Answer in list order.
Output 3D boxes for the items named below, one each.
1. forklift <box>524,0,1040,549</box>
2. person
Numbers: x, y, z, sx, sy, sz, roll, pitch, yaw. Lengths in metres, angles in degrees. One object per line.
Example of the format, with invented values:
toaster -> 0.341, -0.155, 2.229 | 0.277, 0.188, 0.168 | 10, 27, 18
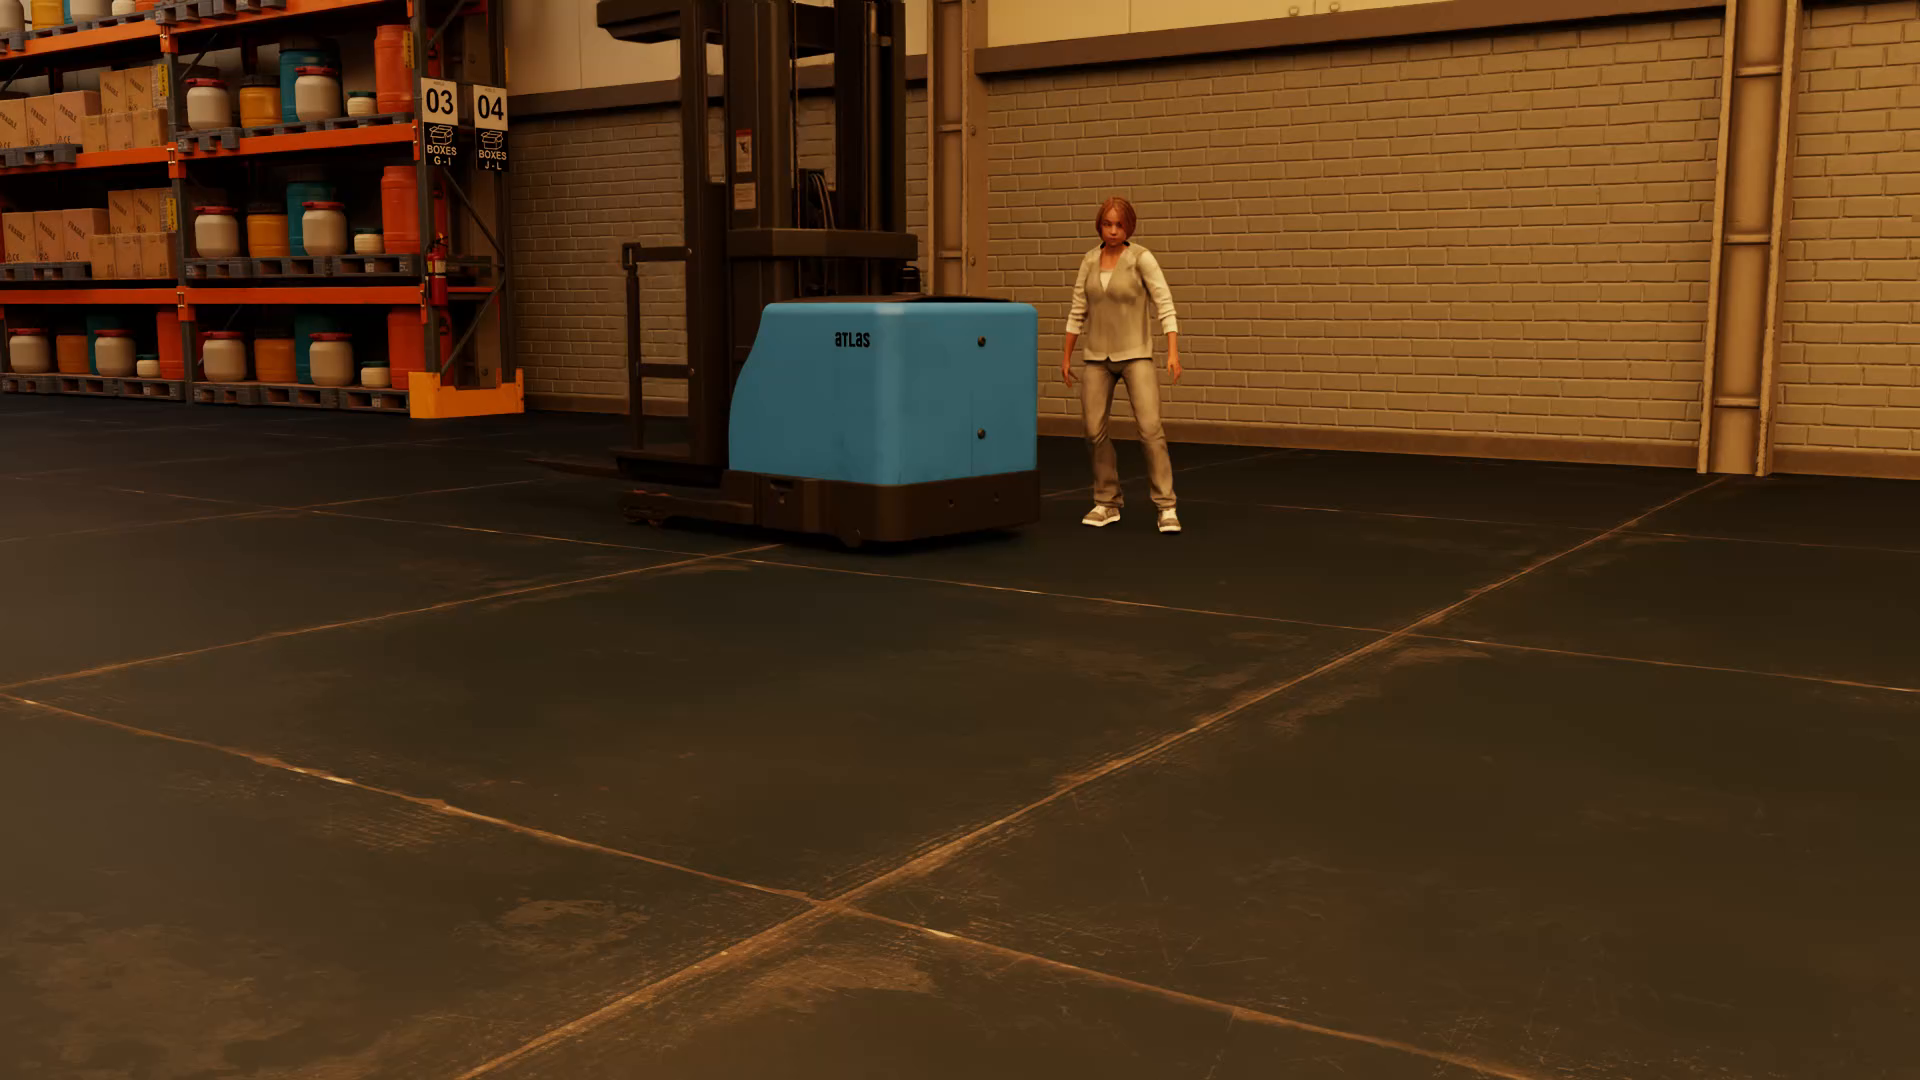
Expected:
forklift -> -1.054, -1.563, 8.186 | 3.031, 2.935, 1.130 | 7, 11, 42
person -> 0.779, -0.842, 7.971 | 0.678, 1.569, 0.341 | 4, 9, 26
